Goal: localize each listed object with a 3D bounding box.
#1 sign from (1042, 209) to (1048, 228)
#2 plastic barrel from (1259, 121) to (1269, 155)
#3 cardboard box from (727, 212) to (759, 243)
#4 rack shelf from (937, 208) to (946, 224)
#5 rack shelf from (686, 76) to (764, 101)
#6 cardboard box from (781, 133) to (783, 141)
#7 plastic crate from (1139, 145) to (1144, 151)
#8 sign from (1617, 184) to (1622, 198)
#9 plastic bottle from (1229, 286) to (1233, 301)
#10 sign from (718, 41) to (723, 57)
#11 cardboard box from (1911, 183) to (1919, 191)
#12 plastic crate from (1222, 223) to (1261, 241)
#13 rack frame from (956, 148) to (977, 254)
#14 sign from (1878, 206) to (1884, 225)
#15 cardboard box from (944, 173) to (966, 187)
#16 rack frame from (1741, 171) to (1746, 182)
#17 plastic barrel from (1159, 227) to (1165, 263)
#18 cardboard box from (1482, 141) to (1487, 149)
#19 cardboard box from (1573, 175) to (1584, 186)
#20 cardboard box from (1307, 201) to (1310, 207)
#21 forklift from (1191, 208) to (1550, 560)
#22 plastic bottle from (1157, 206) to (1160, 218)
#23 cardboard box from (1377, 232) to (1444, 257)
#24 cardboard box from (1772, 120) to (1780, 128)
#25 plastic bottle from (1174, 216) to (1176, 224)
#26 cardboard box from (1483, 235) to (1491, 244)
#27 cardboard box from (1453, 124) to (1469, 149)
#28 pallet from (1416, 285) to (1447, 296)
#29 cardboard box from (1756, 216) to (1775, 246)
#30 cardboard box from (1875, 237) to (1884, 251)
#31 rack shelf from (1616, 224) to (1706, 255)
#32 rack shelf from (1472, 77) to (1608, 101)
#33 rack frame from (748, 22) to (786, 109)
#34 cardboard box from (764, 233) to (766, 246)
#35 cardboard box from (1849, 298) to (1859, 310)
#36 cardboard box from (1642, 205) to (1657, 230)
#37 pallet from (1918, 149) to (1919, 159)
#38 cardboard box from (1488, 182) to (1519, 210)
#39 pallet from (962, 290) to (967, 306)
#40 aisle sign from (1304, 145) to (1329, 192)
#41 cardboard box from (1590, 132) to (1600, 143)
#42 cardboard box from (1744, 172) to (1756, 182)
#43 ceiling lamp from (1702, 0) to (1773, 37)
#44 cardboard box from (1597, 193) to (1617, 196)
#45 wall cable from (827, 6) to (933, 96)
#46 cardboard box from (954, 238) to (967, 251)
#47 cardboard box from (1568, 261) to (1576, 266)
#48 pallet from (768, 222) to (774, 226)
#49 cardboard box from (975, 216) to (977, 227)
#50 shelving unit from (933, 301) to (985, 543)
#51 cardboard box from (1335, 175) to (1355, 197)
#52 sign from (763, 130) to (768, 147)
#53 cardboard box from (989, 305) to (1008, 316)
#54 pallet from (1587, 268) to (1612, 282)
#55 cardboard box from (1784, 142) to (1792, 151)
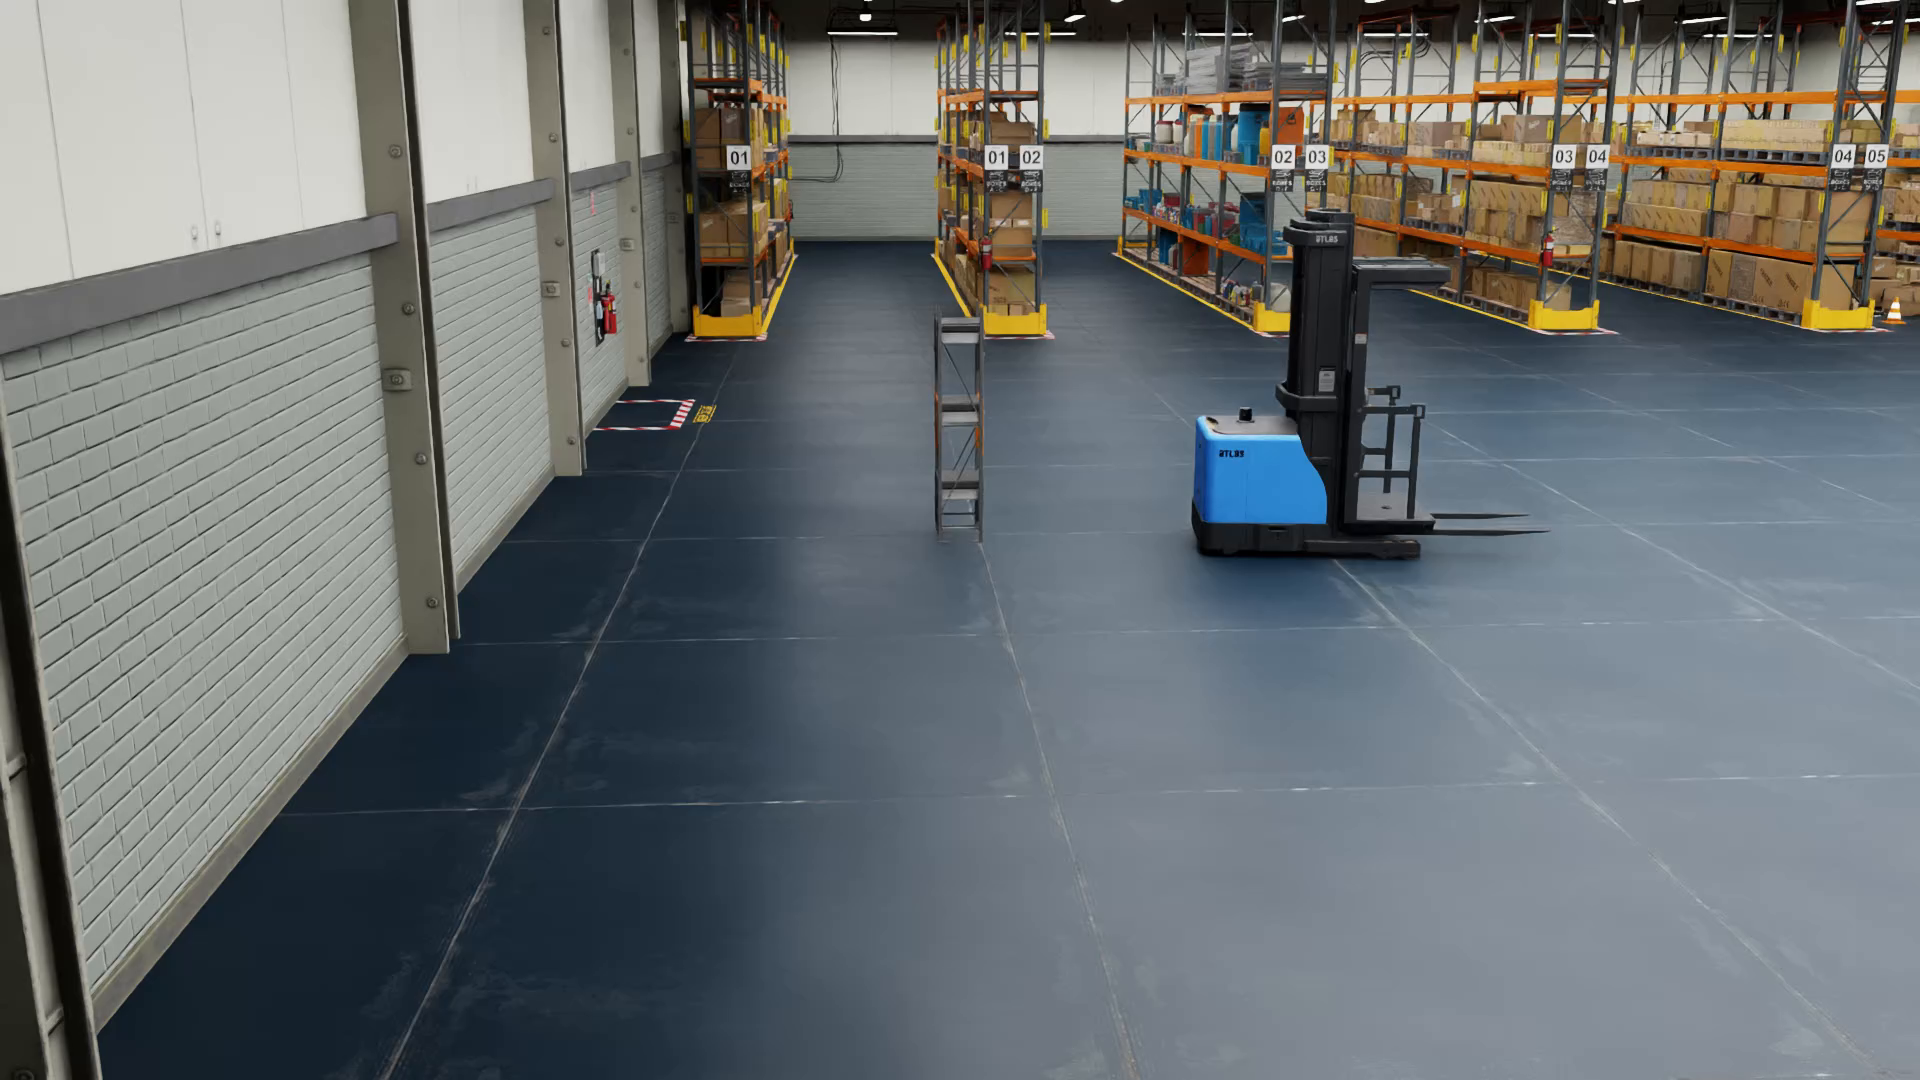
[{"bbox_3d":[1.465,-5.548,28.673,0.100,0.325,0.005,-1,14,-3],"label":"sign"},{"bbox_3d":[5.657,-7.188,29.701,0.600,0.588,0.600,0,14,0],"label":"plastic barrel"},{"bbox_3d":[-3.763,-5.429,28.864,0.500,0.500,0.500,-1,14,-3],"label":"cardboard box"},{"bbox_3d":[0.043,-8.217,42.385,1.077,0.370,4.000,-1,14,-3],"label":"rack shelf"},{"bbox_3d":[-4.157,-8.059,29.738,1.077,0.370,4.000,-1,14,-3],"label":"rack shelf"},{"bbox_3d":[-4.557,-9.798,40.325,0.500,0.250,0.500,-1,14,-4],"label":"cardboard box"},{"bbox_3d":[4.652,-9.779,41.521,0.293,0.136,0.466,-1,14,-3],"label":"plastic crate"},{"bbox_3d":[14.718,-7.788,37.110,0.100,0.325,0.005,-1,14,-3],"label":"sign"},{"bbox_3d":[5.223,-4.755,32.057,0.061,0.283,0.133,0,14,-1],"label":"plastic bottle"},{"bbox_3d":[-5.083,-10.420,35.274,0.100,0.325,0.005,-1,14,-3],"label":"sign"},{"bbox_3d":[20.131,-7.376,34.730,0.380,0.149,0.250,-1,14,-5],"label":"cardboard box"},{"bbox_3d":[5.512,-5.991,32.417,0.767,0.338,0.504,-1,14,-3],"label":"plastic crate"},{"bbox_3d":[0.415,-7.073,36.496,1.000,3.000,0.127,-1,14,-3],"label":"rack frame"},{"bbox_3d":[16.309,-5.751,29.463,0.100,0.325,0.005,-1,14,-3],"label":"sign"},{"bbox_3d":[-0.123,-8.722,40.698,0.500,0.500,0.500,-1,14,-3],"label":"cardboard box"},{"bbox_3d":[19.945,-8.373,41.548,1.000,3.000,0.127,-1,14,-3],"label":"rack frame"},{"bbox_3d":[5.128,-7.195,40.338,0.600,0.901,0.708,-1,14,-3],"label":"plastic barrel"},{"bbox_3d":[10.347,-7.652,32.229,0.380,0.149,0.250,-2,15,-6],"label":"cardboard box"},{"bbox_3d":[15.226,-9.064,41.429,0.500,0.500,0.500,-1,14,-2],"label":"cardboard box"},{"bbox_3d":[9.499,-8.999,44.488,0.380,0.149,0.250,-1,14,-3],"label":"cardboard box"},{"bbox_3d":[3.627,-1.381,14.510,3.031,2.935,1.130,1,14,2],"label":"forklift"},{"bbox_3d":[4.762,-7.840,39.734,0.097,0.271,0.097,0,14,0],"label":"plastic bottle"},{"bbox_3d":[10.280,-6.571,37.967,1.225,0.875,0.875,-2,15,-6],"label":"cardboard box"},{"bbox_3d":[15.301,-7.714,30.827,0.380,0.149,0.250,-1,14,-3],"label":"cardboard box"},{"bbox_3d":[4.899,-7.257,37.609,0.097,0.201,0.097,0,14,0],"label":"plastic bottle"},{"bbox_3d":[10.308,-5.801,32.058,0.380,0.149,0.250,-1,14,-3],"label":"cardboard box"},{"bbox_3d":[10.561,-8.289,34.152,0.797,0.503,0.637,0,14,-1],"label":"cardboard box"},{"bbox_3d":[10.422,-5.377,35.502,1.003,0.211,1.213,-1,14,-3],"label":"pallet"},{"bbox_3d":[15.647,-5.860,31.480,0.875,0.550,0.500,-1,14,-3],"label":"cardboard box"},{"bbox_3d":[24.542,-7.938,44.032,0.500,0.500,0.500,-1,14,-2],"label":"cardboard box"},{"bbox_3d":[15.383,-6.430,35.443,1.077,0.370,4.000,-1,14,-3],"label":"rack shelf"},{"bbox_3d":[10.674,-8.288,30.629,1.077,0.370,4.000,-1,14,-3],"label":"rack shelf"},{"bbox_3d":[-5.025,-11.890,43.180,1.000,3.000,0.127,-1,14,-3],"label":"rack frame"},{"bbox_3d":[-3.880,-5.576,30.938,0.500,0.250,0.500,-1,14,-4],"label":"cardboard box"},{"bbox_3d":[17.452,-4.558,32.210,0.396,0.266,0.258,2,15,6],"label":"cardboard box"},{"bbox_3d":[15.082,-6.957,35.845,0.500,0.500,0.500,-1,14,-3],"label":"cardboard box"},{"bbox_3d":[20.509,-7.900,34.067,1.213,0.211,1.003,-1,14,-3],"label":"pallet"},{"bbox_3d":[10.387,-6.542,31.629,0.500,0.500,0.500,-1,14,-3],"label":"cardboard box"},{"bbox_3d":[0.578,-4.910,33.687,1.003,0.211,1.213,-1,14,-3],"label":"pallet"},{"bbox_3d":[6.151,-6.404,28.681,0.394,0.787,0.004,-1,14,-3],"label":"aisle sign"},{"bbox_3d":[14.899,-9.164,38.403,0.500,0.500,0.500,-1,14,-3],"label":"cardboard box"},{"bbox_3d":[19.686,-8.791,40.968,0.500,0.500,0.500,-1,14,-3],"label":"cardboard box"},{"bbox_3d":[22.162,-15.808,46.692,2.000,3.185,0.800,-1,14,-3],"label":"ceiling lamp"},{"bbox_3d":[14.758,-7.823,37.880,0.380,0.149,0.250,-1,14,-4],"label":"cardboard box"},{"bbox_3d":[-2.318,-14.286,48.589,3.097,2.526,0.112,-1,14,-3],"label":"wall cable"},{"bbox_3d":[0.115,-6.681,37.603,0.500,0.250,0.500,0,14,-1],"label":"cardboard box"},{"bbox_3d":[14.873,-6.814,39.665,0.500,0.500,0.500,-1,14,-2],"label":"cardboard box"},{"bbox_3d":[-4.366,-6.411,34.308,1.003,0.211,1.213,-1,14,-3],"label":"pallet"},{"bbox_3d":[0.568,-6.573,34.354,0.500,0.500,0.500,-1,14,-3],"label":"cardboard box"},{"bbox_3d":[-0.010,-1.058,14.925,0.431,2.100,0.503,-1,14,-3],"label":"shelving unit"},{"bbox_3d":[9.732,-8.889,41.754,0.500,0.500,0.500,-1,14,-3],"label":"cardboard box"},{"bbox_3d":[-3.740,-7.714,31.930,0.100,0.325,0.005,-1,14,-3],"label":"sign"},{"bbox_3d":[0.582,-4.084,29.554,0.500,0.250,0.500,-1,14,-3],"label":"cardboard box"},{"bbox_3d":[15.212,-6.120,38.389,1.003,0.211,1.213,-1,14,-3],"label":"pallet"},{"bbox_3d":[15.333,-7.200,30.432,0.380,0.149,0.250,-1,14,-4],"label":"cardboard box"}]
